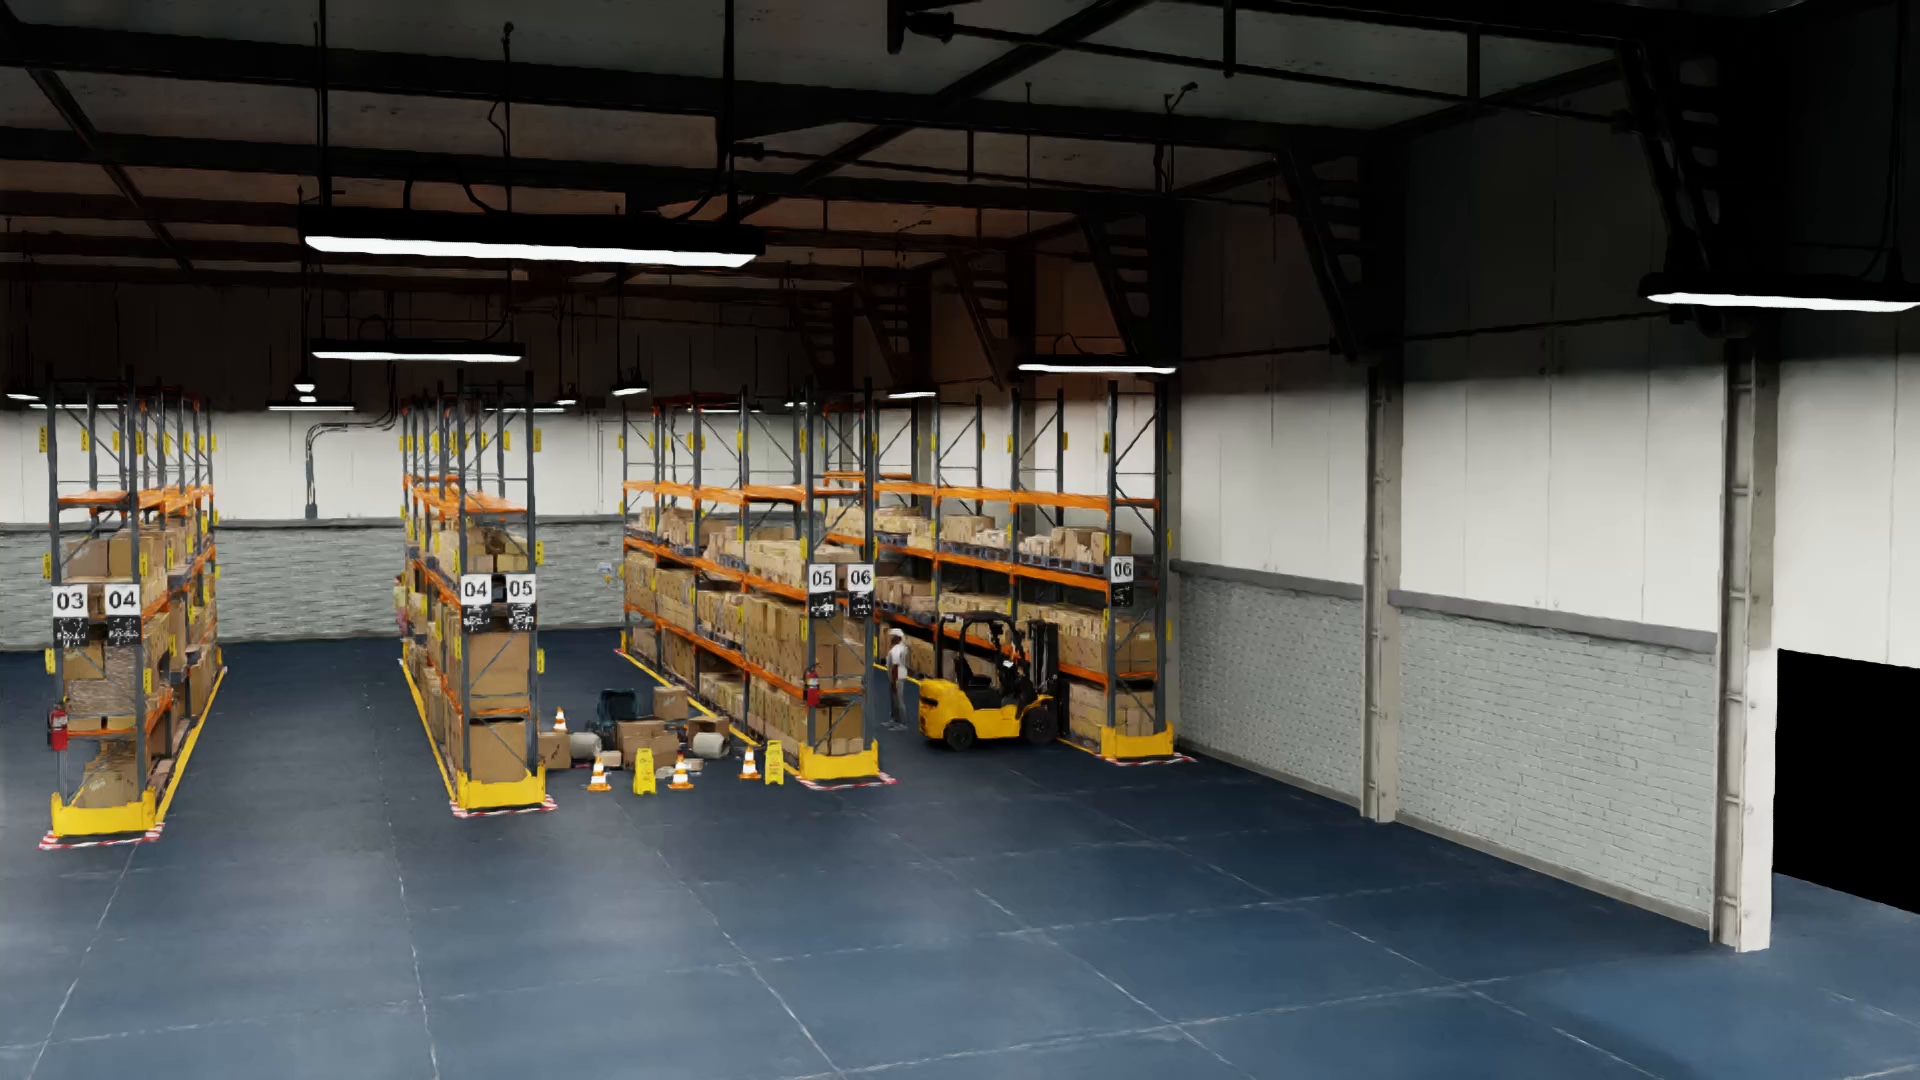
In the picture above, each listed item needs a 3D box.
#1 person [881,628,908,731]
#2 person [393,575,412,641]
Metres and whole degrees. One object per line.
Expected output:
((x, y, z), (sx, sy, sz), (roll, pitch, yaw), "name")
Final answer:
((-1.151, 2.413, 28.926), (0.503, 1.764, 0.624), (0, 3, 8), "person")
((-14.086, 1.706, 41.989), (0.571, 1.653, 0.480), (3, 4, 37), "person")
